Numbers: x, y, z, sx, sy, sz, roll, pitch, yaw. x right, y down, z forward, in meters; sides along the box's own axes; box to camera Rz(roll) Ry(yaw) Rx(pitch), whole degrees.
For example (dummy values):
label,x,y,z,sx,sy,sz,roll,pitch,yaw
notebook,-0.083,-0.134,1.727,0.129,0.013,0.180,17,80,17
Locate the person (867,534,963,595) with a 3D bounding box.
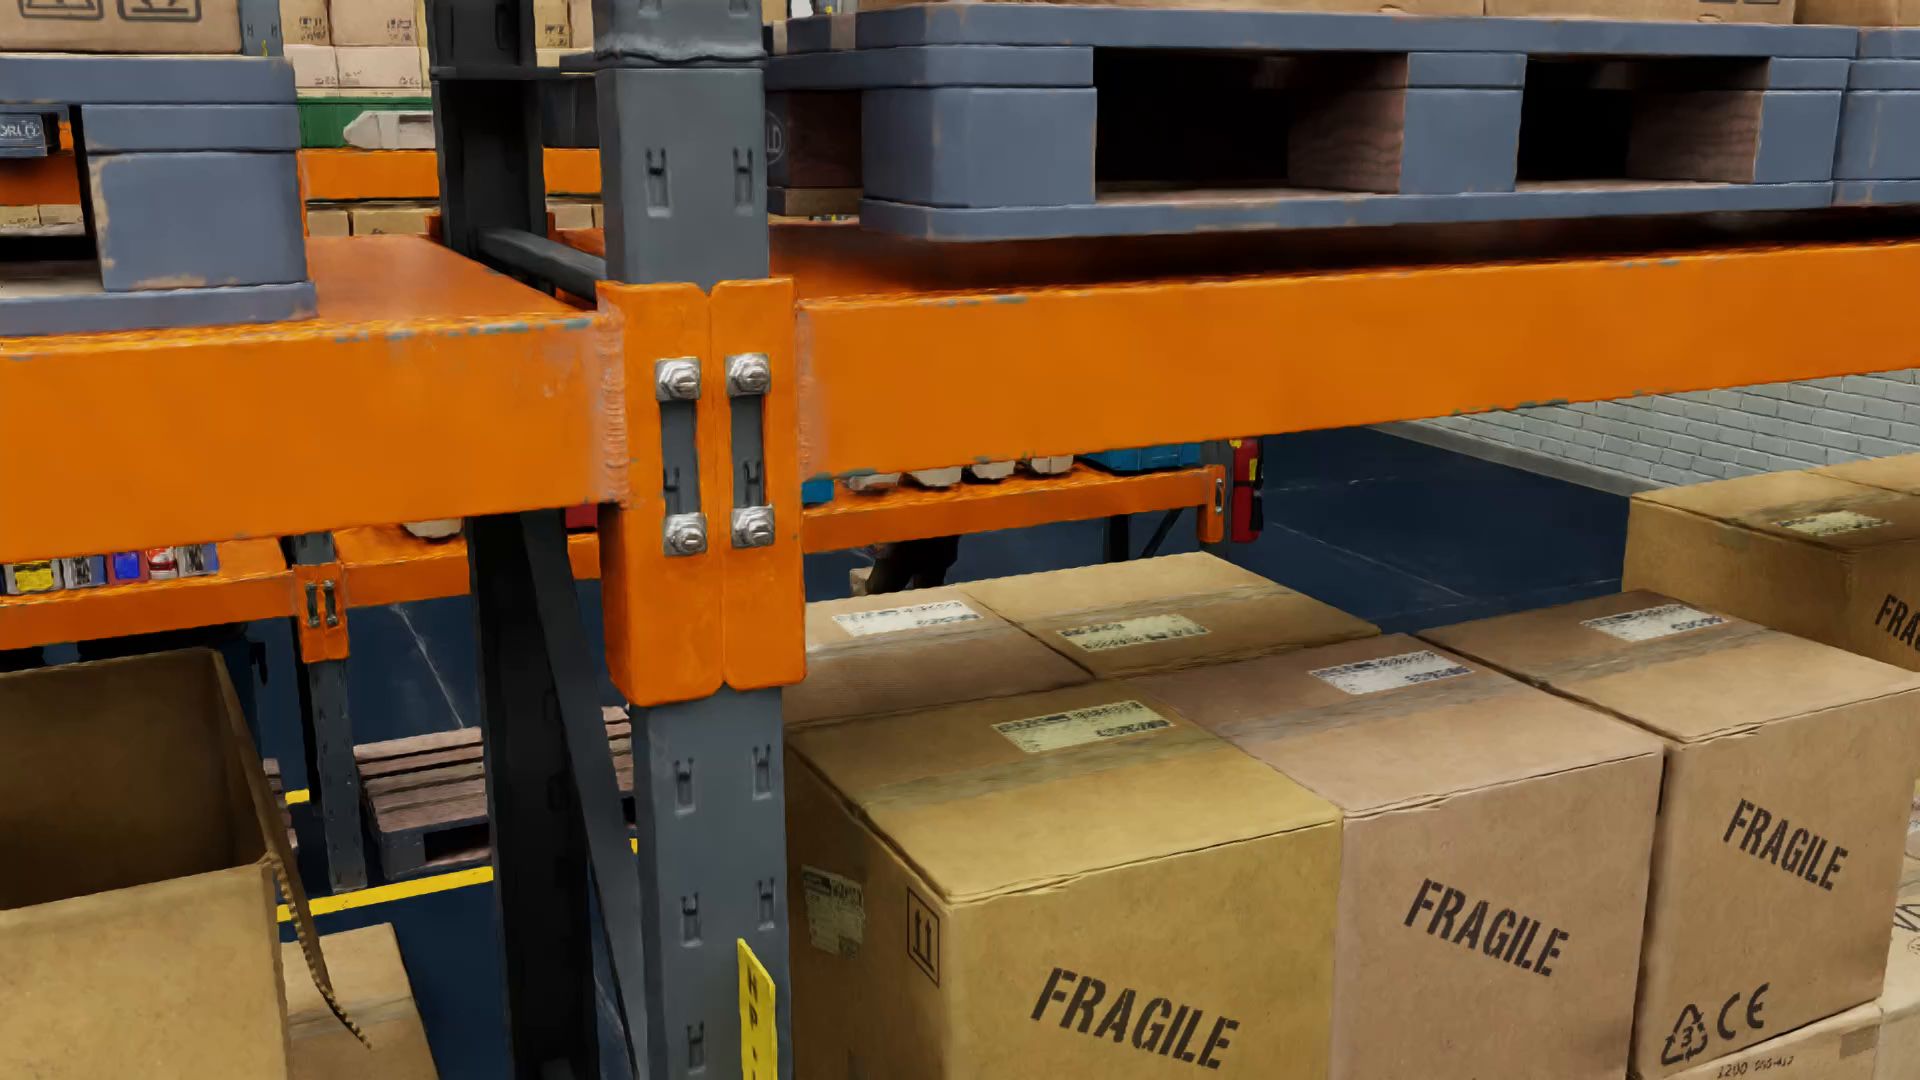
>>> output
label,x,y,z,sx,sy,sz,roll,pitch,yaw
person,-0.201,-0.088,8.447,0.612,1.769,0.728,6,16,23
